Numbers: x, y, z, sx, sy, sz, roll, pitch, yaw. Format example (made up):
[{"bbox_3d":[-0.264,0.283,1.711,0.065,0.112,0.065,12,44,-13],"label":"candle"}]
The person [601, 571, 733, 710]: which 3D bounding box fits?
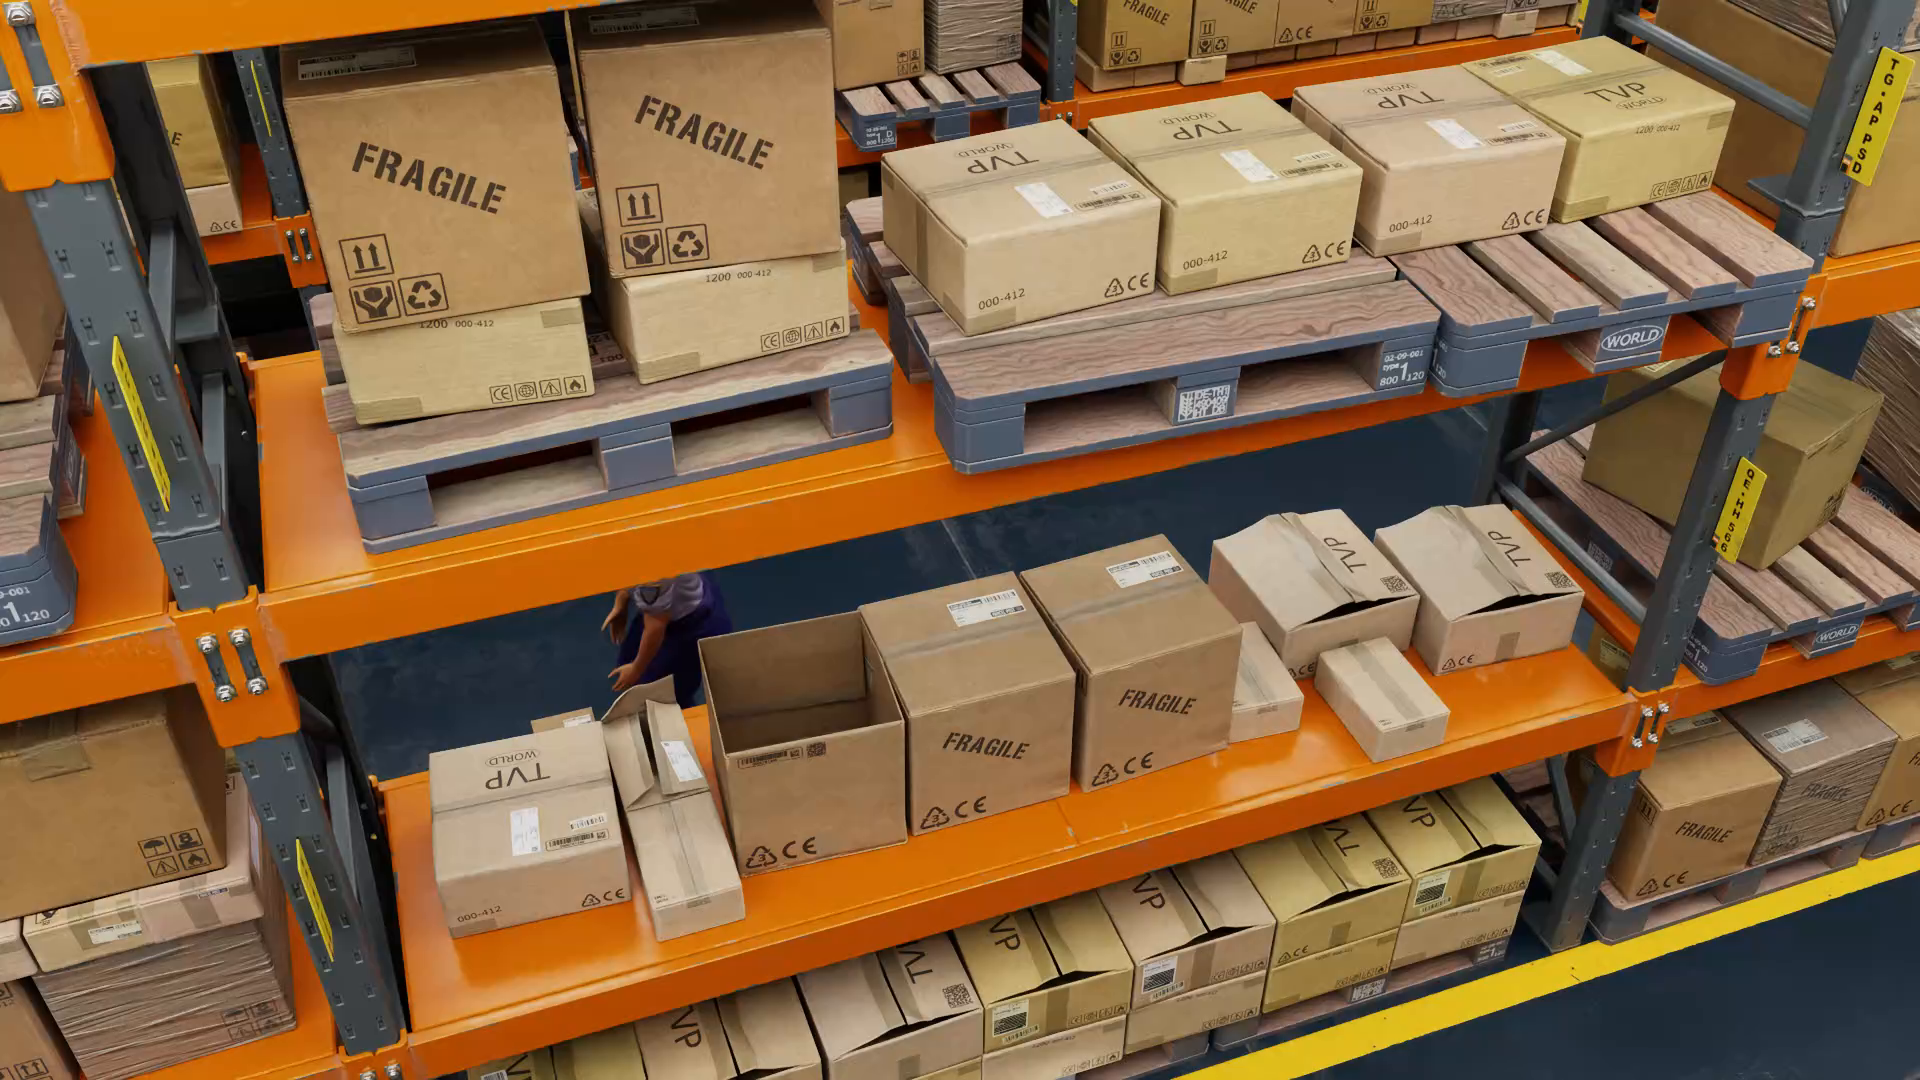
[{"bbox_3d":[-1.161,0.365,6.459,0.511,1.499,0.522,-12,40,-15],"label":"person"}]
